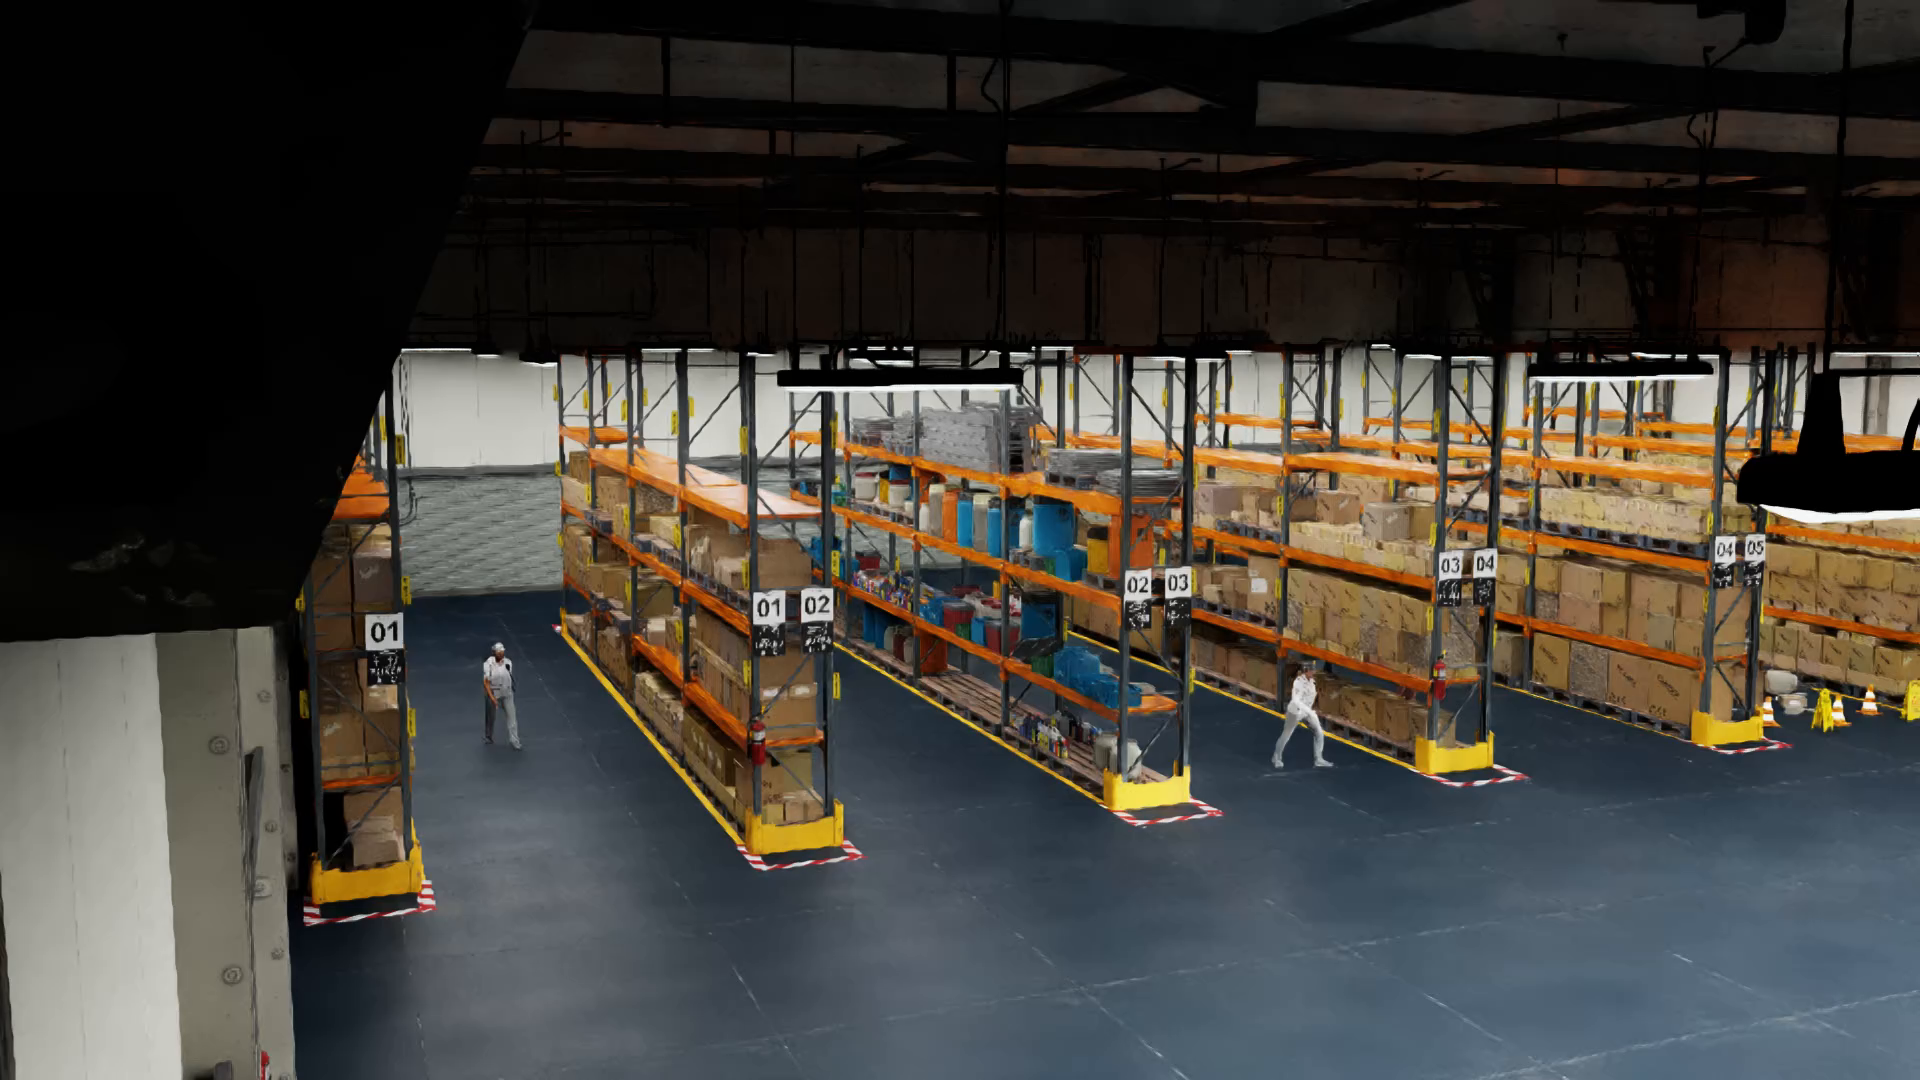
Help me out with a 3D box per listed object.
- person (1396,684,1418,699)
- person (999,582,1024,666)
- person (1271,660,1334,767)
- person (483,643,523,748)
[{"bbox_3d":[7.566,2.002,27.875,0.598,1.619,0.506,-3,8,-23],"label":"person"},{"bbox_3d":[1.033,1.594,30.624,0.547,1.667,1.116,-3,8,-23],"label":"person"},{"bbox_3d":[4.912,2.489,23.967,0.642,1.612,0.787,-6,10,-40],"label":"person"},{"bbox_3d":[-6.984,2.334,25.189,0.490,1.597,0.999,-4,8,-29],"label":"person"}]
